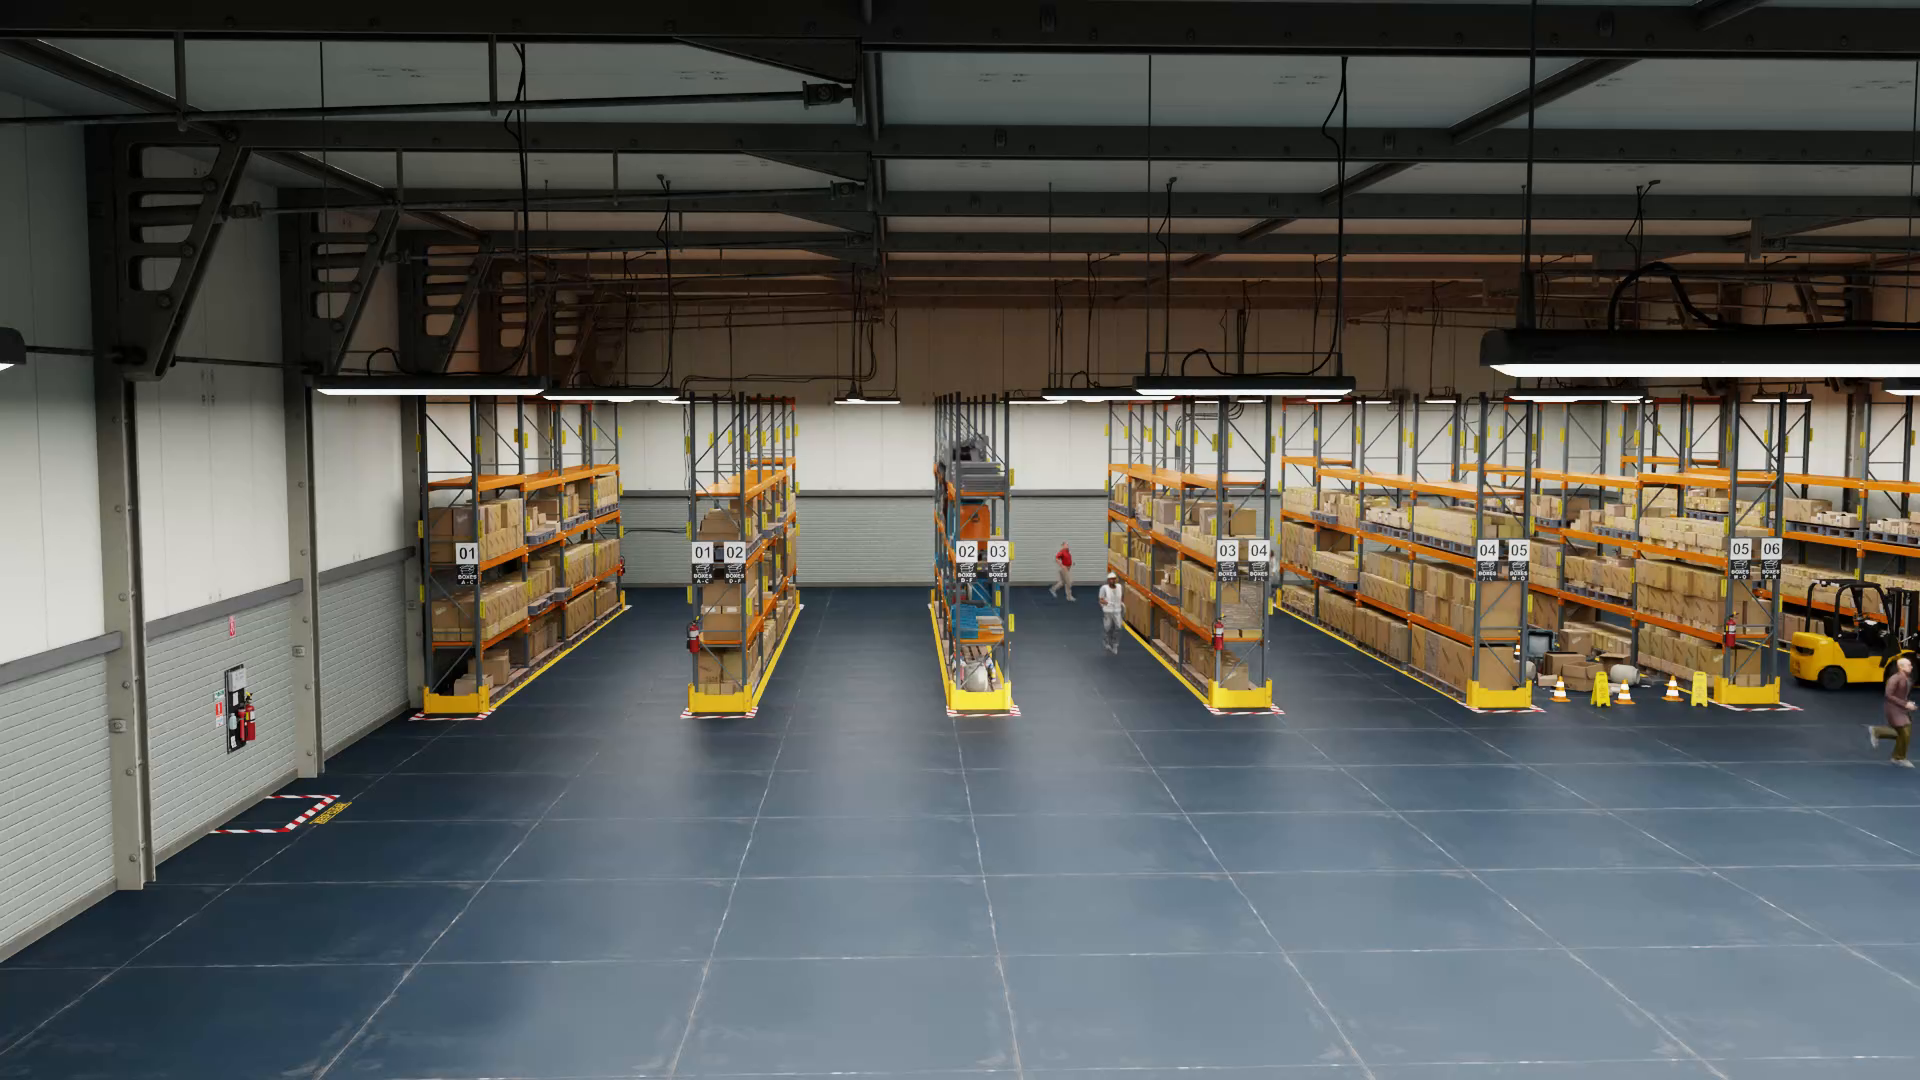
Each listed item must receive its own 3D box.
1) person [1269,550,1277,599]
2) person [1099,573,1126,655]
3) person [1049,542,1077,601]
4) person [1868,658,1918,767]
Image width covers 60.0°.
[{"bbox_3d":[9.076,1.062,48.661,0.493,1.569,0.570,-1,5,-11],"label":"person"},{"bbox_3d":[3.410,1.638,37.037,0.662,1.835,0.782,-1,5,-11],"label":"person"},{"bbox_3d":[3.063,0.912,49.199,0.861,1.741,0.650,2,5,21],"label":"person"},{"bbox_3d":[14.981,2.745,26.675,0.746,1.739,0.751,-4,6,-41],"label":"person"}]
